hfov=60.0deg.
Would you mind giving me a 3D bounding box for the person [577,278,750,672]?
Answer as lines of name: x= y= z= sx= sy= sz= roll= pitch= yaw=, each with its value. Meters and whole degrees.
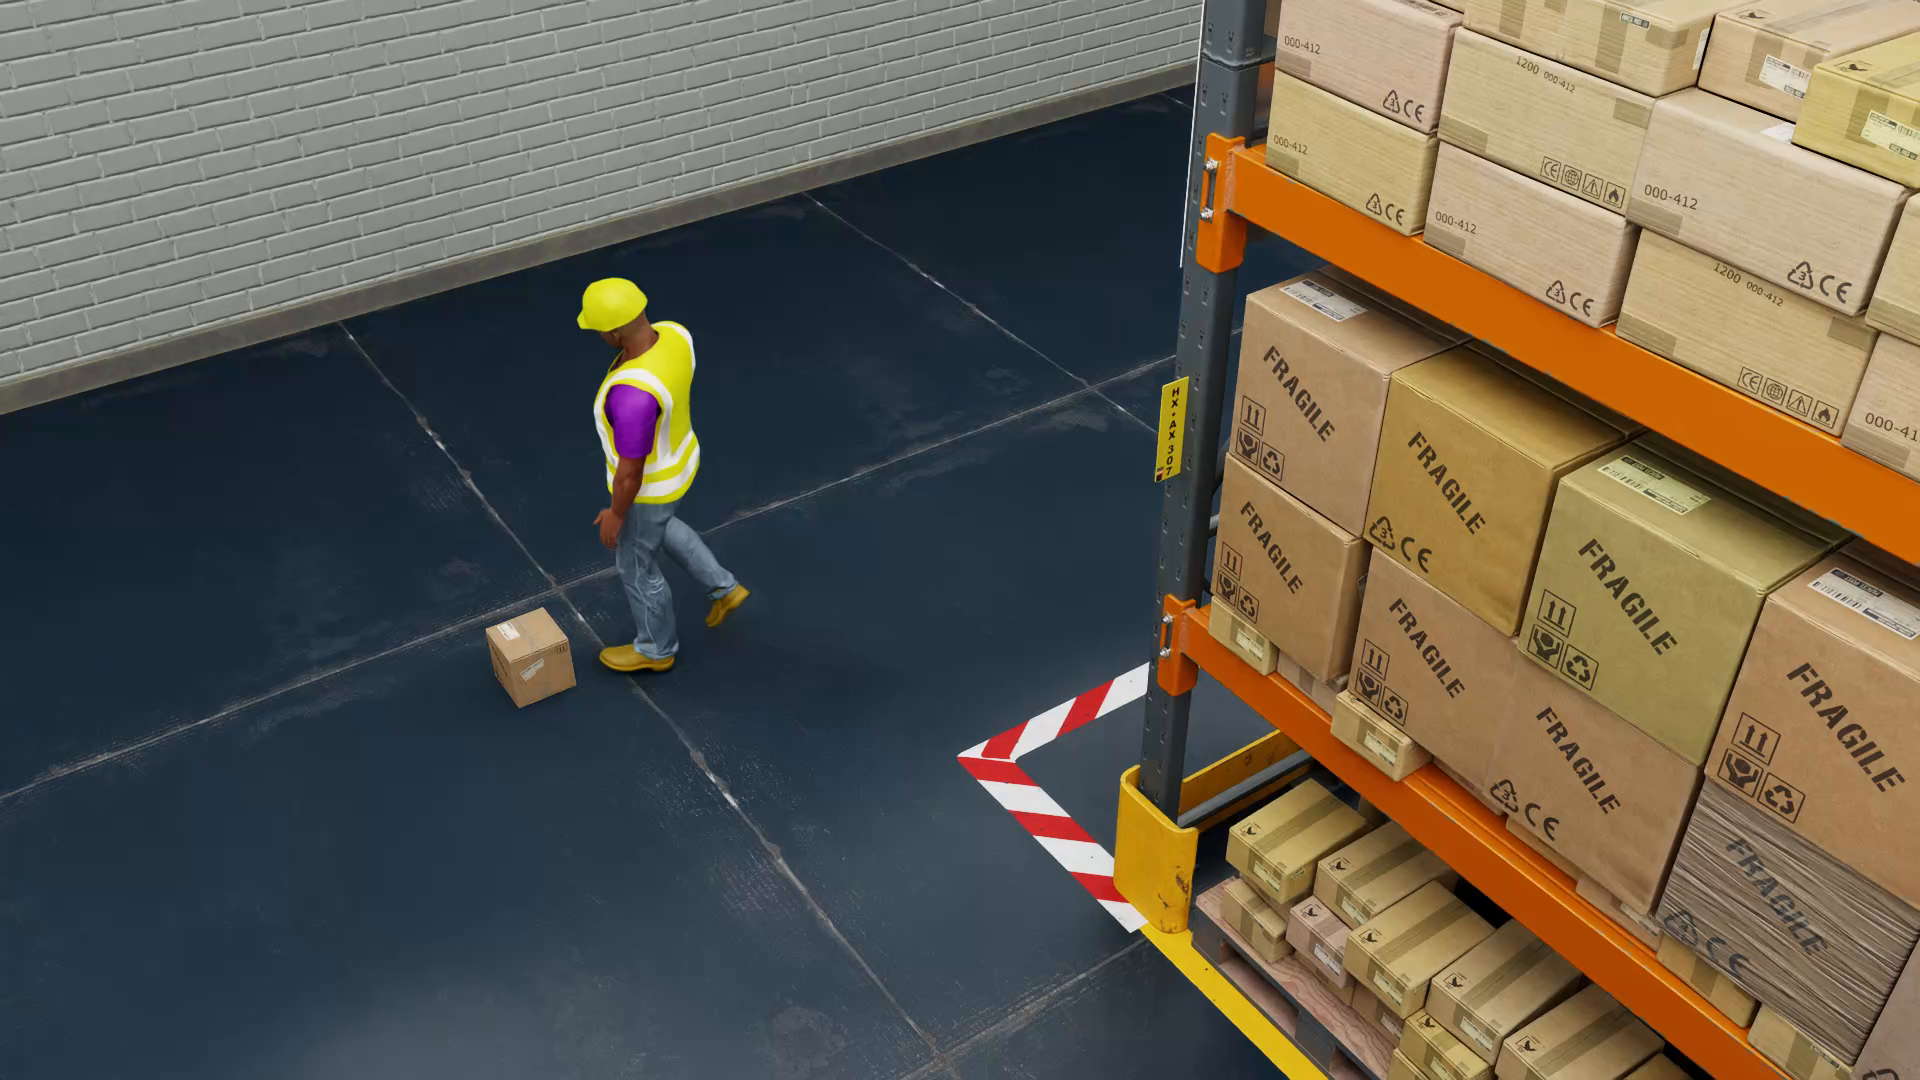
person: x=-1.181 y=-0.241 z=6.431 sx=0.581 sy=1.761 sz=0.597 roll=6 pitch=37 yaw=8
